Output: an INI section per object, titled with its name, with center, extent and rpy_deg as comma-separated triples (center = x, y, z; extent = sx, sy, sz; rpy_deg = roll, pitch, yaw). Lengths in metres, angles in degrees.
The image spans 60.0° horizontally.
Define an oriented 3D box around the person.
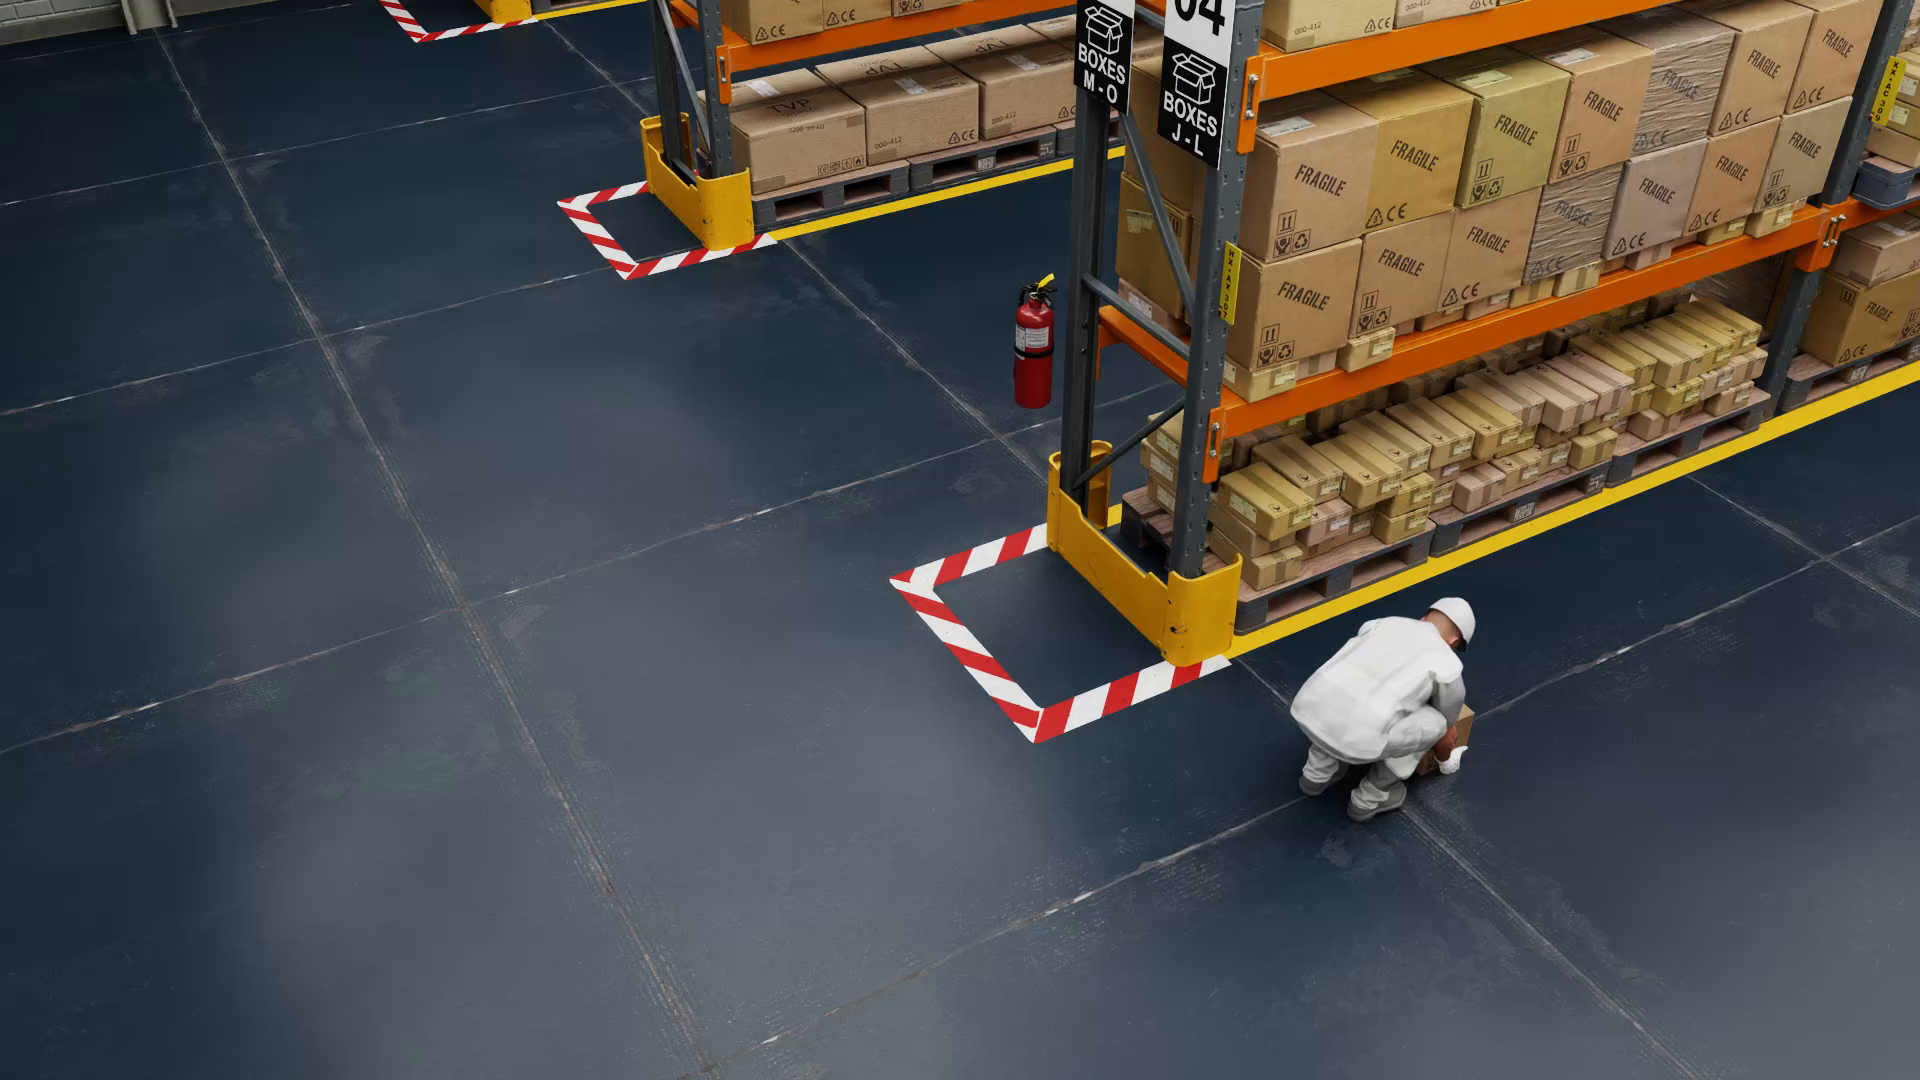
[person]
center = 1.749, 0.708, 6.826
extent = 0.959, 0.799, 0.517
rpy_deg = -25, 43, -30
